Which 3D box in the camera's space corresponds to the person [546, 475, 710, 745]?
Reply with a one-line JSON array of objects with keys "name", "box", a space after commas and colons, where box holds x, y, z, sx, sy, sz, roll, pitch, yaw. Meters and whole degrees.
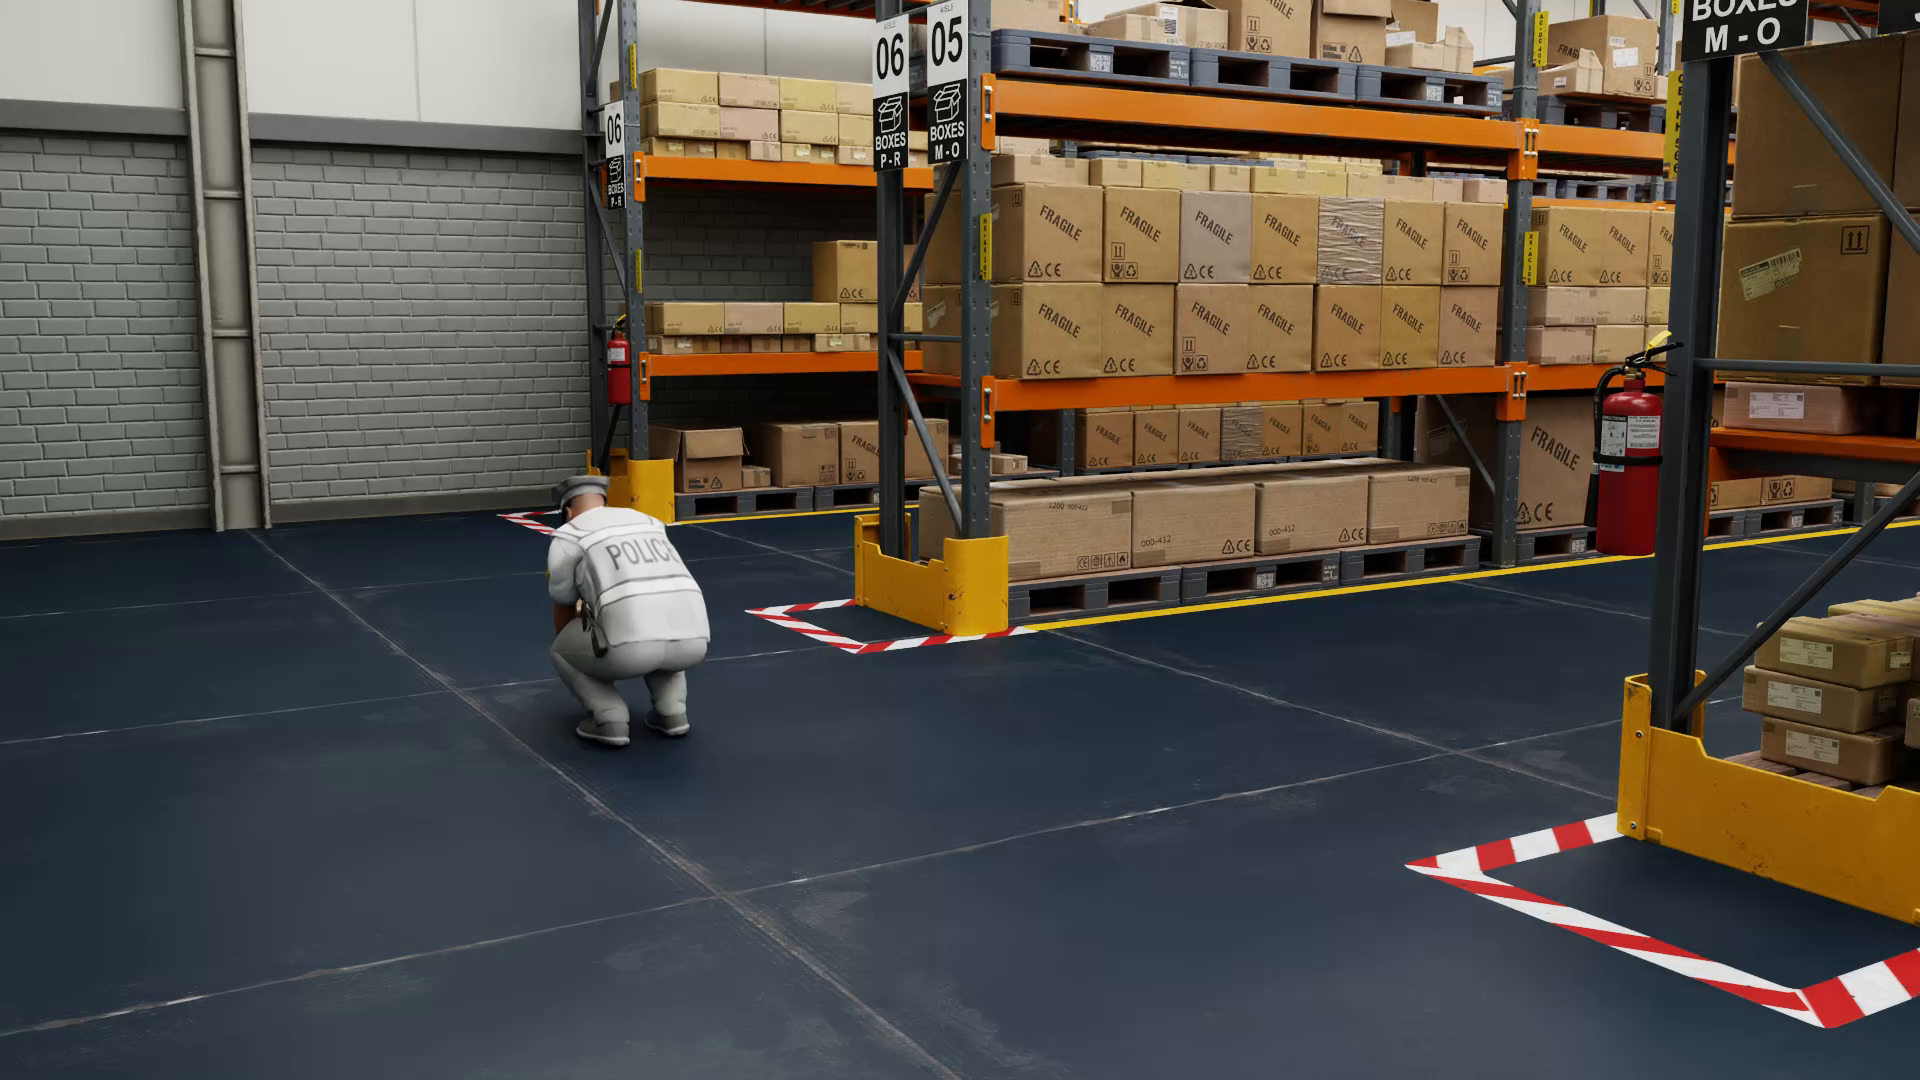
[{"name": "person", "box": [-1.346, 0.266, 6.616, 0.536, 1.013, 0.903, -5, 9, -32]}]
